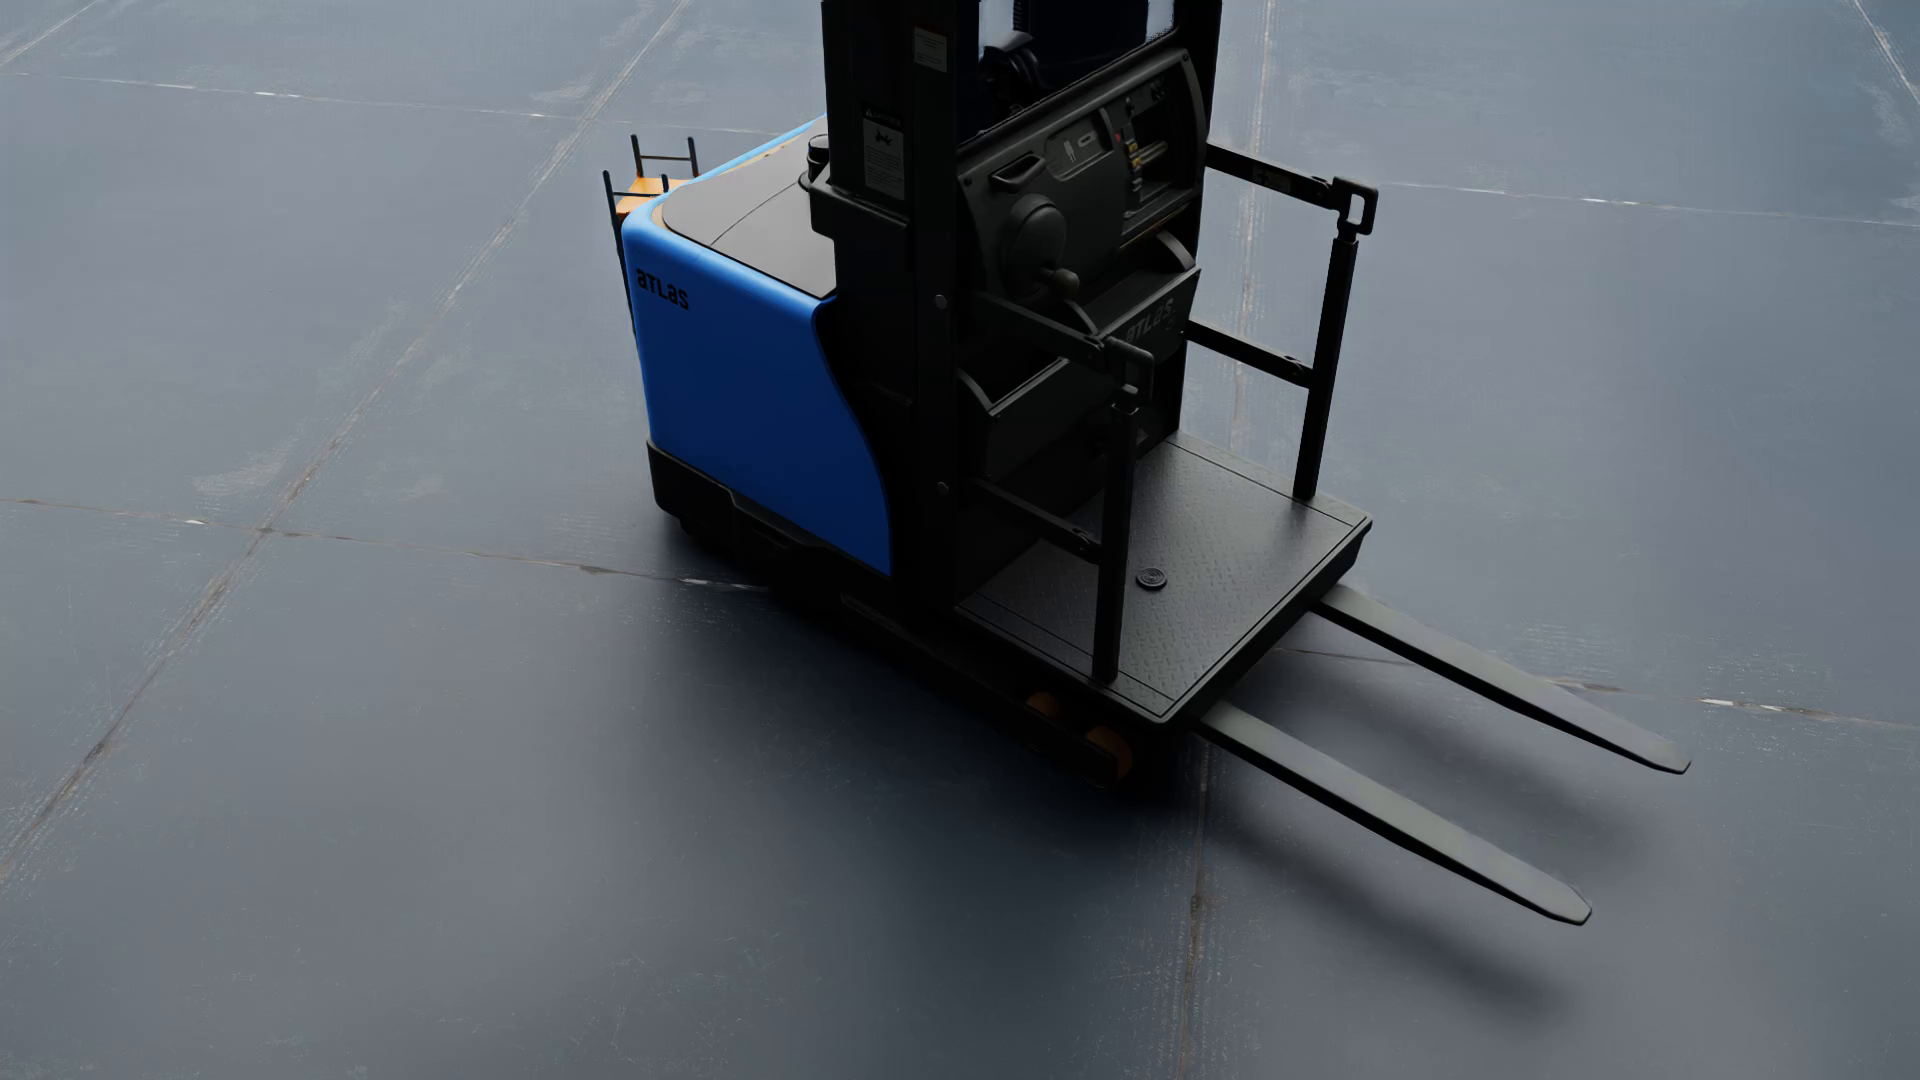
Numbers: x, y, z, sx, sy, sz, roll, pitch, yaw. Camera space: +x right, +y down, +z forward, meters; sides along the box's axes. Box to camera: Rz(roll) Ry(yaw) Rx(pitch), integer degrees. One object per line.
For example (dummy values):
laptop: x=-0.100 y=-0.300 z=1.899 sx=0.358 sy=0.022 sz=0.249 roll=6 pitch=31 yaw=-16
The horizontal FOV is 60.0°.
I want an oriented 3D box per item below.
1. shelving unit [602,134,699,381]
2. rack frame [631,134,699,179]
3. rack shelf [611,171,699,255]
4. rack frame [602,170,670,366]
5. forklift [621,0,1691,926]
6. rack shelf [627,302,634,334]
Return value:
shelving unit: x=-0.913 y=-0.753 z=5.329 sx=0.215 sy=1.050 sz=0.252 roll=5 pitch=40 yaw=10
rack frame: x=-0.890 y=-0.829 z=5.422 sx=0.200 sy=1.050 sz=0.008 roll=5 pitch=40 yaw=10
rack shelf: x=-0.926 y=-0.965 z=5.158 sx=0.215 sy=0.259 sz=0.240 roll=5 pitch=40 yaw=10
rack frame: x=-0.937 y=-0.677 z=5.237 sx=0.200 sy=1.050 sz=0.008 roll=5 pitch=40 yaw=10
forklift: x=0.482 y=-0.851 z=3.979 sx=3.031 sy=2.935 sz=1.130 roll=28 pitch=47 yaw=30
rack shelf: x=-0.913 y=-0.745 z=5.336 sx=0.215 sy=0.259 sz=0.240 roll=5 pitch=40 yaw=10
